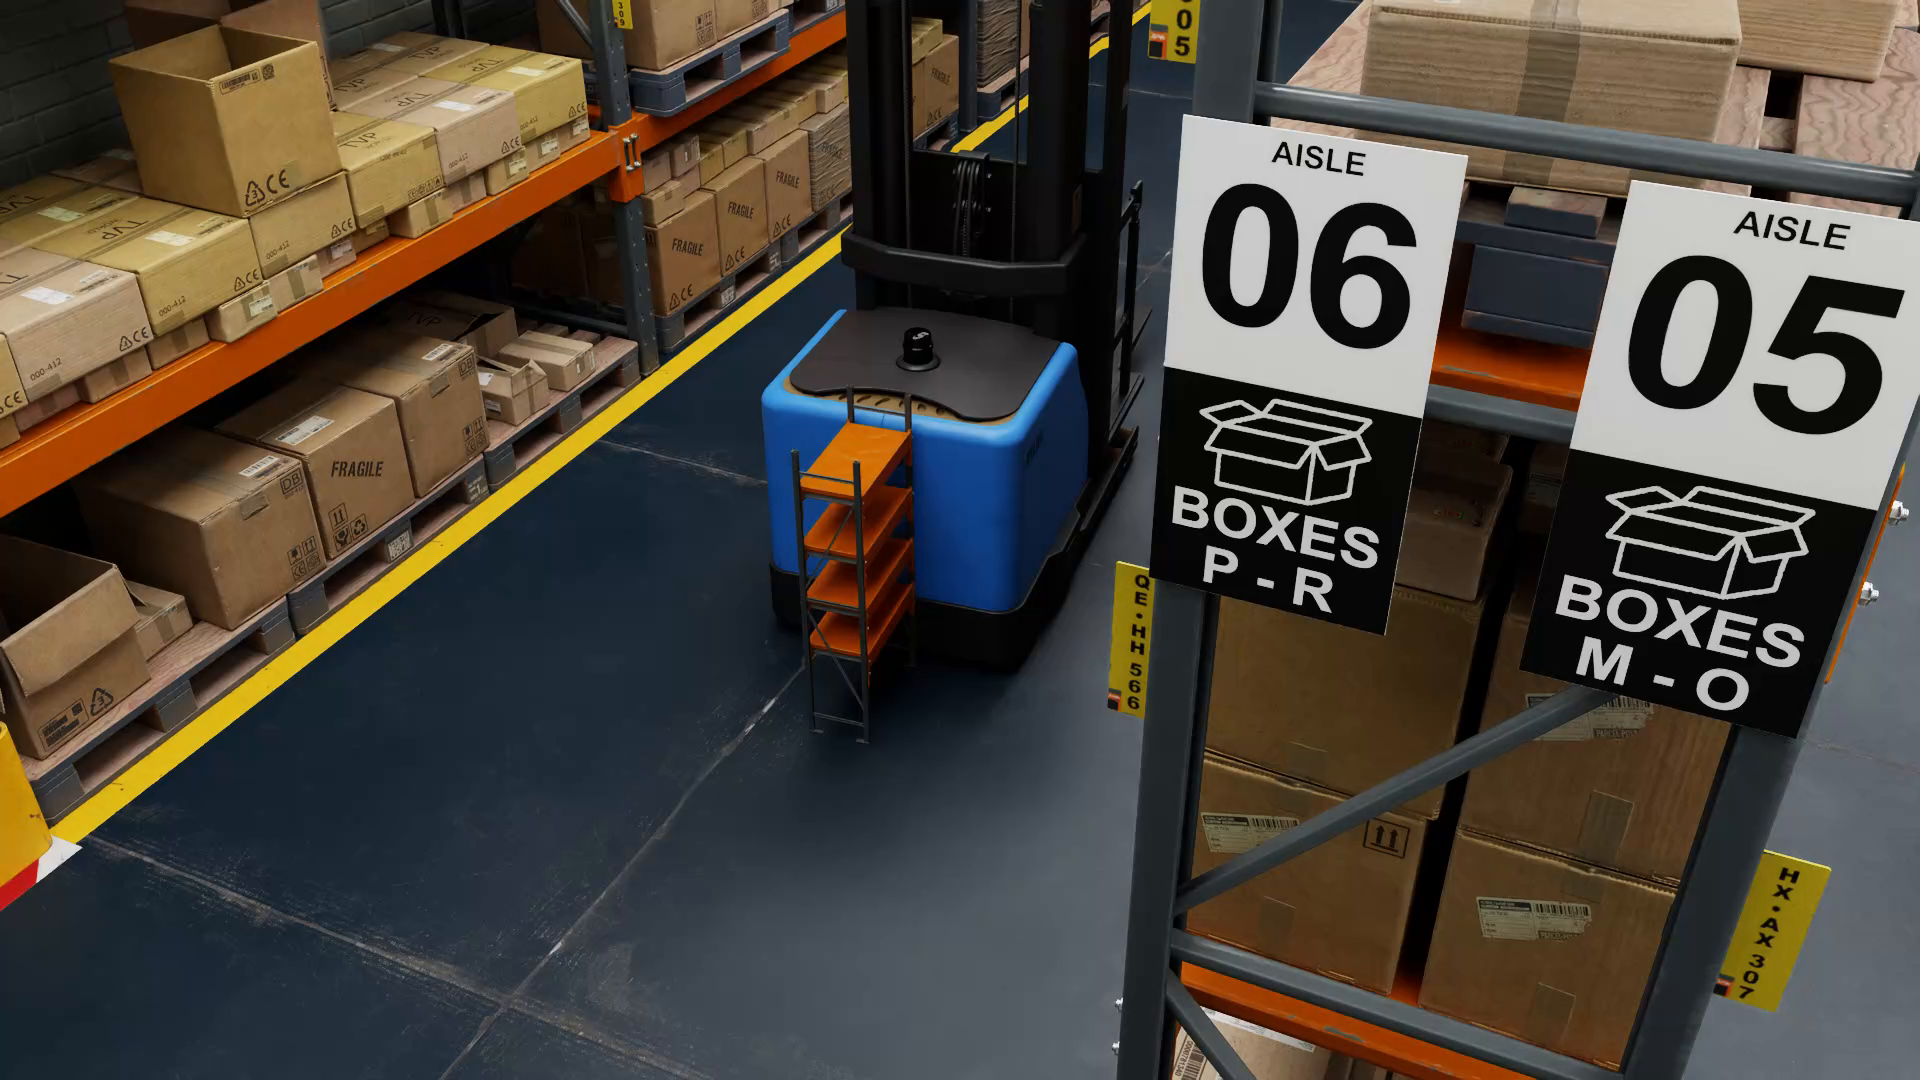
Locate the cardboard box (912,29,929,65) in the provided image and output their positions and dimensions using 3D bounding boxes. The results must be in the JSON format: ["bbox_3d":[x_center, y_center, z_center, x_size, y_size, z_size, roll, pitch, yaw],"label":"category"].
[{"bbox_3d":[-0.421,-3.176,10.664,0.380,0.149,0.250,12,35,18],"label":"cardboard box"}]

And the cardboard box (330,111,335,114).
[{"bbox_3d":[-2.905,-1.599,6.818,0.500,0.250,0.500,15,36,22],"label":"cardboard box"}]

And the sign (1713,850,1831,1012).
[{"bbox_3d":[1.306,0.634,2.685,0.100,0.325,0.005,14,36,20],"label":"sign"}]

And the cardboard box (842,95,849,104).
[{"bbox_3d":[-0.775,-2.584,10.352,0.500,0.500,0.500,16,36,23],"label":"cardboard box"}]

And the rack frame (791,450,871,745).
[{"bbox_3d":[-0.444,0.226,5.811,0.240,1.200,0.015,11,35,16],"label":"rack frame"}]

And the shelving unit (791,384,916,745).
[{"bbox_3d":[-0.365,0.099,6.004,0.258,1.200,0.503,11,35,16],"label":"shelving unit"}]

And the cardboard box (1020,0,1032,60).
[{"bbox_3d":[0.181,-4.039,12.457,0.875,0.625,0.625,15,36,22],"label":"cardboard box"}]

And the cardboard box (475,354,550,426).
[{"bbox_3d":[-2.147,-0.739,7.752,0.396,0.266,0.258,15,36,22],"label":"cardboard box"}]

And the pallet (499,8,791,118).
[{"bbox_3d":[-1.598,-2.522,8.536,1.003,0.211,1.213,14,36,20],"label":"pallet"}]

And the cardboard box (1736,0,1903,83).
[{"bbox_3d":[1.469,-0.957,2.993,0.380,0.149,0.250,16,36,22],"label":"cardboard box"}]

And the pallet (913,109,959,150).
[{"bbox_3d":[-0.705,-2.693,11.164,1.003,0.211,1.213,14,36,20],"label":"pallet"}]

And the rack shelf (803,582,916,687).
[{"bbox_3d":[-0.365,0.322,6.150,0.258,0.148,0.480,11,35,16],"label":"rack shelf"}]

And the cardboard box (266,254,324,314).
[{"bbox_3d":[-2.643,-0.999,6.268,0.380,0.149,0.250,15,36,22],"label":"cardboard box"}]

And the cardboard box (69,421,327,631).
[{"bbox_3d":[-2.970,-0.068,6.514,0.700,0.500,0.500,16,36,22],"label":"cardboard box"}]

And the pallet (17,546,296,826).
[{"bbox_3d":[-3.341,0.494,6.305,1.003,0.211,1.213,14,36,20],"label":"pallet"}]

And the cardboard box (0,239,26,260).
[{"bbox_3d":[-3.537,-0.846,5.670,0.500,0.250,0.500,14,36,21],"label":"cardboard box"}]

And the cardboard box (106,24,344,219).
[{"bbox_3d":[-2.643,-1.524,6.021,0.500,0.500,0.500,15,36,22],"label":"cardboard box"}]

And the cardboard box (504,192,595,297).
[{"bbox_3d":[-2.095,-1.672,8.962,0.500,0.500,0.500,14,36,20],"label":"cardboard box"}]

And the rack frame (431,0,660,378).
[{"bbox_3d":[-2.032,-2.230,7.915,1.000,3.000,0.127,14,36,20],"label":"rack frame"}]

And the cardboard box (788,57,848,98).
[{"bbox_3d":[-0.827,-2.810,10.105,0.380,0.149,0.250,14,36,20],"label":"cardboard box"}]

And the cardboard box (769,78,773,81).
[{"bbox_3d":[-1.352,-2.779,10.058,0.380,0.149,0.250,14,36,21],"label":"cardboard box"}]

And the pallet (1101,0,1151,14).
[{"bbox_3d":[1.043,-4.672,14.183,1.003,0.211,1.213,14,36,20],"label":"pallet"}]

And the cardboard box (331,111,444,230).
[{"bbox_3d":[-2.440,-1.484,6.642,0.500,0.250,0.500,14,36,20],"label":"cardboard box"}]

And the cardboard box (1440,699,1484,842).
[{"bbox_3d":[0.990,0.310,3.950,0.500,0.500,0.500,13,36,19],"label":"cardboard box"}]

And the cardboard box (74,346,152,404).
[{"bbox_3d":[-3.014,-0.621,5.691,0.380,0.149,0.250,15,36,22],"label":"cardboard box"}]

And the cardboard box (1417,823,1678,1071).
[{"bbox_3d":[1.266,0.684,3.380,0.500,0.500,0.500,14,36,20],"label":"cardboard box"}]

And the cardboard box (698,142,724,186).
[{"bbox_3d":[-1.497,-2.035,8.923,0.380,0.149,0.250,12,35,18],"label":"cardboard box"}]

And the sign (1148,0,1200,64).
[{"bbox_3d":[0.318,-0.824,2.300,0.100,0.325,0.005,14,36,20],"label":"sign"}]

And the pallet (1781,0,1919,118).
[{"bbox_3d":[1.615,-1.300,3.842,1.003,0.211,1.213,14,36,20],"label":"pallet"}]

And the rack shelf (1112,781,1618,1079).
[{"bbox_3d":[1.642,0.204,4.859,1.077,0.370,4.000,14,36,20],"label":"rack shelf"}]

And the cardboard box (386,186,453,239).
[{"bbox_3d":[-2.327,-1.380,6.848,0.380,0.149,0.250,14,36,20],"label":"cardboard box"}]

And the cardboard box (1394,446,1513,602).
[{"bbox_3d":[0.773,-0.057,3.006,0.380,0.149,0.250,15,36,21],"label":"cardboard box"}]

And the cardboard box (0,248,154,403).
[{"bbox_3d":[-3.060,-0.715,5.470,0.500,0.250,0.500,15,36,21],"label":"cardboard box"}]

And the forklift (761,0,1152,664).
[{"bbox_3d":[0.200,-1.550,6.941,1.130,2.935,3.031,11,35,16],"label":"forklift"}]

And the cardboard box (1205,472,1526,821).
[{"bbox_3d":[0.790,0.145,3.291,0.500,0.500,0.500,15,36,22],"label":"cardboard box"}]

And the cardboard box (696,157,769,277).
[{"bbox_3d":[-1.411,-1.817,9.182,0.500,0.500,0.500,14,36,20],"label":"cardboard box"}]

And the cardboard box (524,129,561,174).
[{"bbox_3d":[-2.025,-1.773,7.448,0.380,0.149,0.250,15,36,22],"label":"cardboard box"}]

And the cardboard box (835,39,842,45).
[{"bbox_3d":[-0.995,-3.309,10.866,0.380,0.149,0.250,15,36,22],"label":"cardboard box"}]

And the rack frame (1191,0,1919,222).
[{"bbox_3d":[0.805,-1.609,1.498,1.000,3.000,0.127,14,36,20],"label":"rack frame"}]

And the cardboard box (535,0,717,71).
[{"bbox_3d":[-1.626,-2.637,8.062,0.700,0.500,0.500,15,36,22],"label":"cardboard box"}]

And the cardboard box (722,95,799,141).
[{"bbox_3d":[-1.151,-2.414,9.500,0.380,0.149,0.250,15,36,22],"label":"cardboard box"}]

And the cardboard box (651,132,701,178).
[{"bbox_3d":[-1.575,-2.014,8.619,0.380,0.149,0.250,12,35,18],"label":"cardboard box"}]
